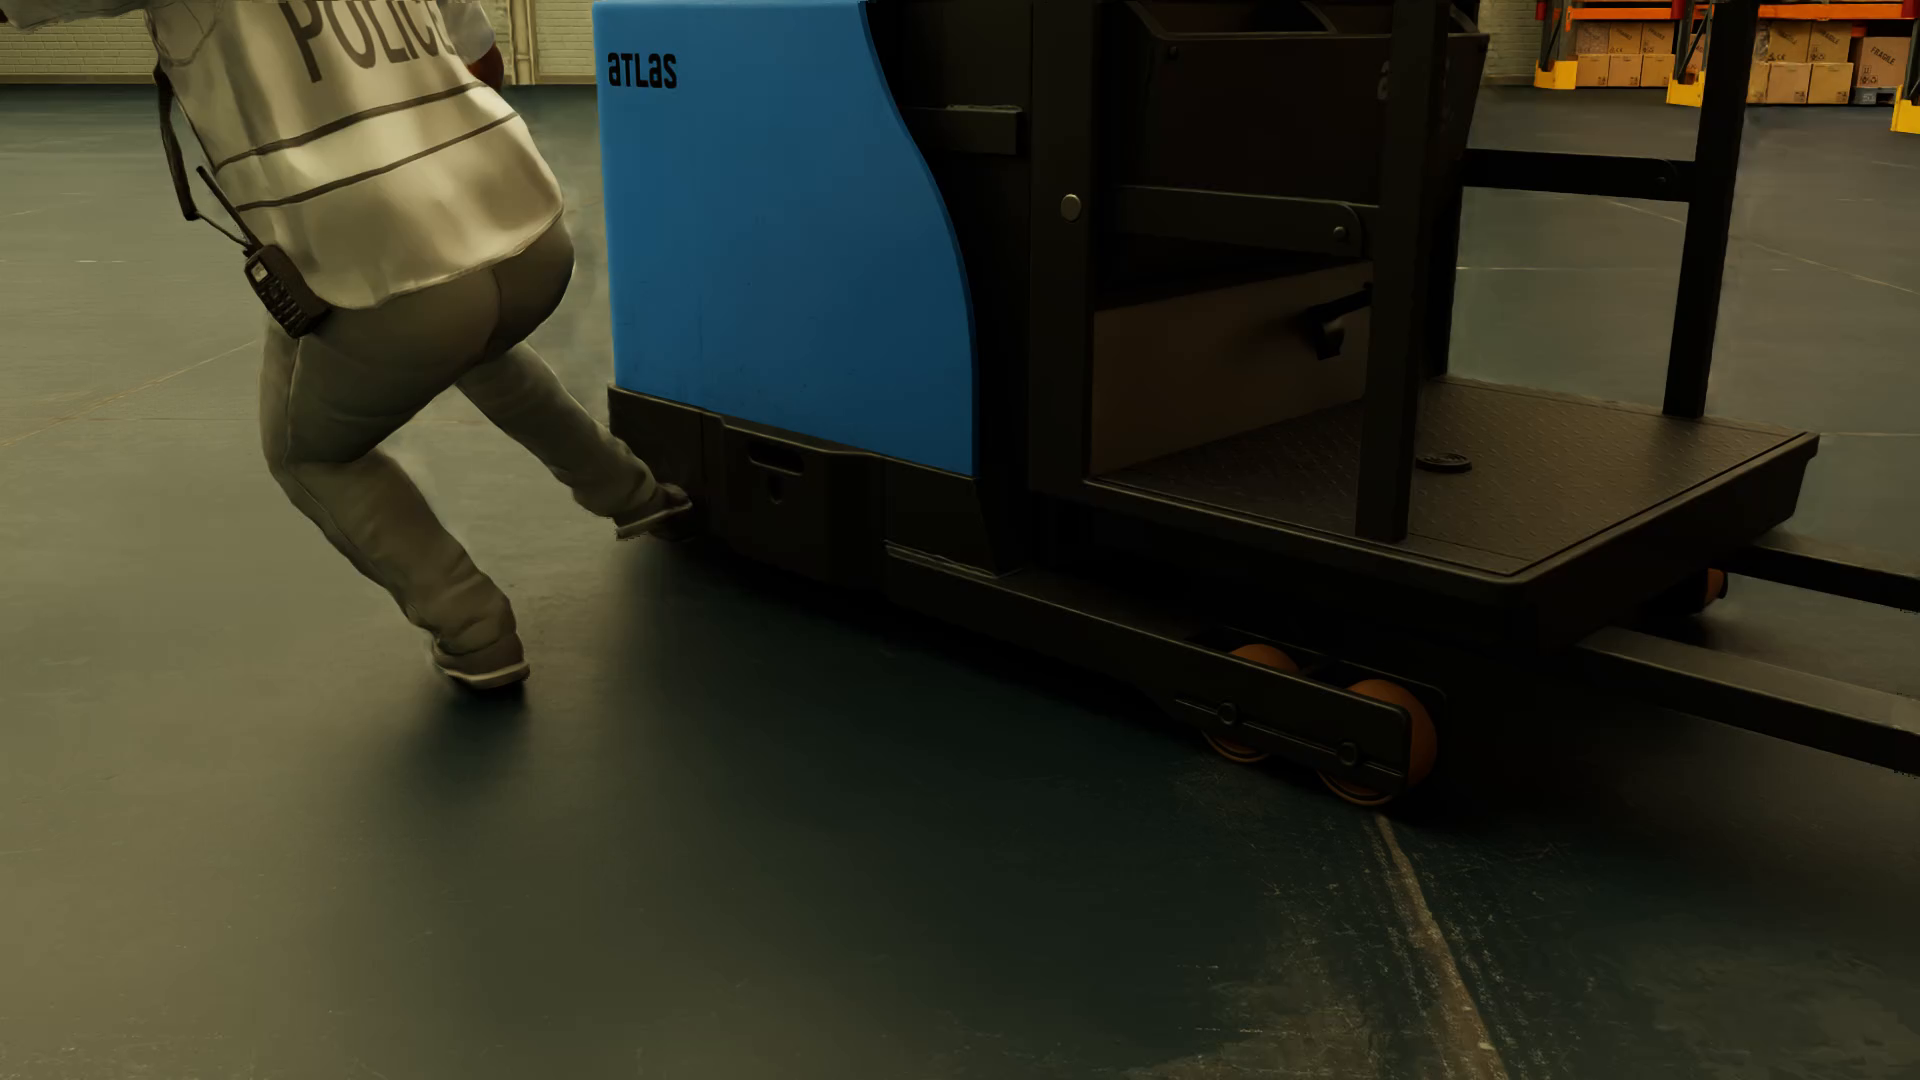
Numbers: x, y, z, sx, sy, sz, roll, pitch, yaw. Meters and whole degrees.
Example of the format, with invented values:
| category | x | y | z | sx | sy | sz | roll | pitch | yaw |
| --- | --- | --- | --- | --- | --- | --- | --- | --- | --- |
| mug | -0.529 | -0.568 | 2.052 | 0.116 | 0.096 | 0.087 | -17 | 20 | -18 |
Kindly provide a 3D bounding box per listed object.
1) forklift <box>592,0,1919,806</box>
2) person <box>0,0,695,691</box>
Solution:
| category | x | y | z | sx | sy | sz | roll | pitch | yaw |
| --- | --- | --- | --- | --- | --- | --- | --- | --- | --- |
| forklift | 0.700 | -1.218 | 2.351 | 3.031 | 2.935 | 1.130 | 16 | 23 | 42 |
| person | -0.924 | -0.488 | 2.601 | 0.891 | 1.431 | 1.224 | 10 | 20 | 28 |
